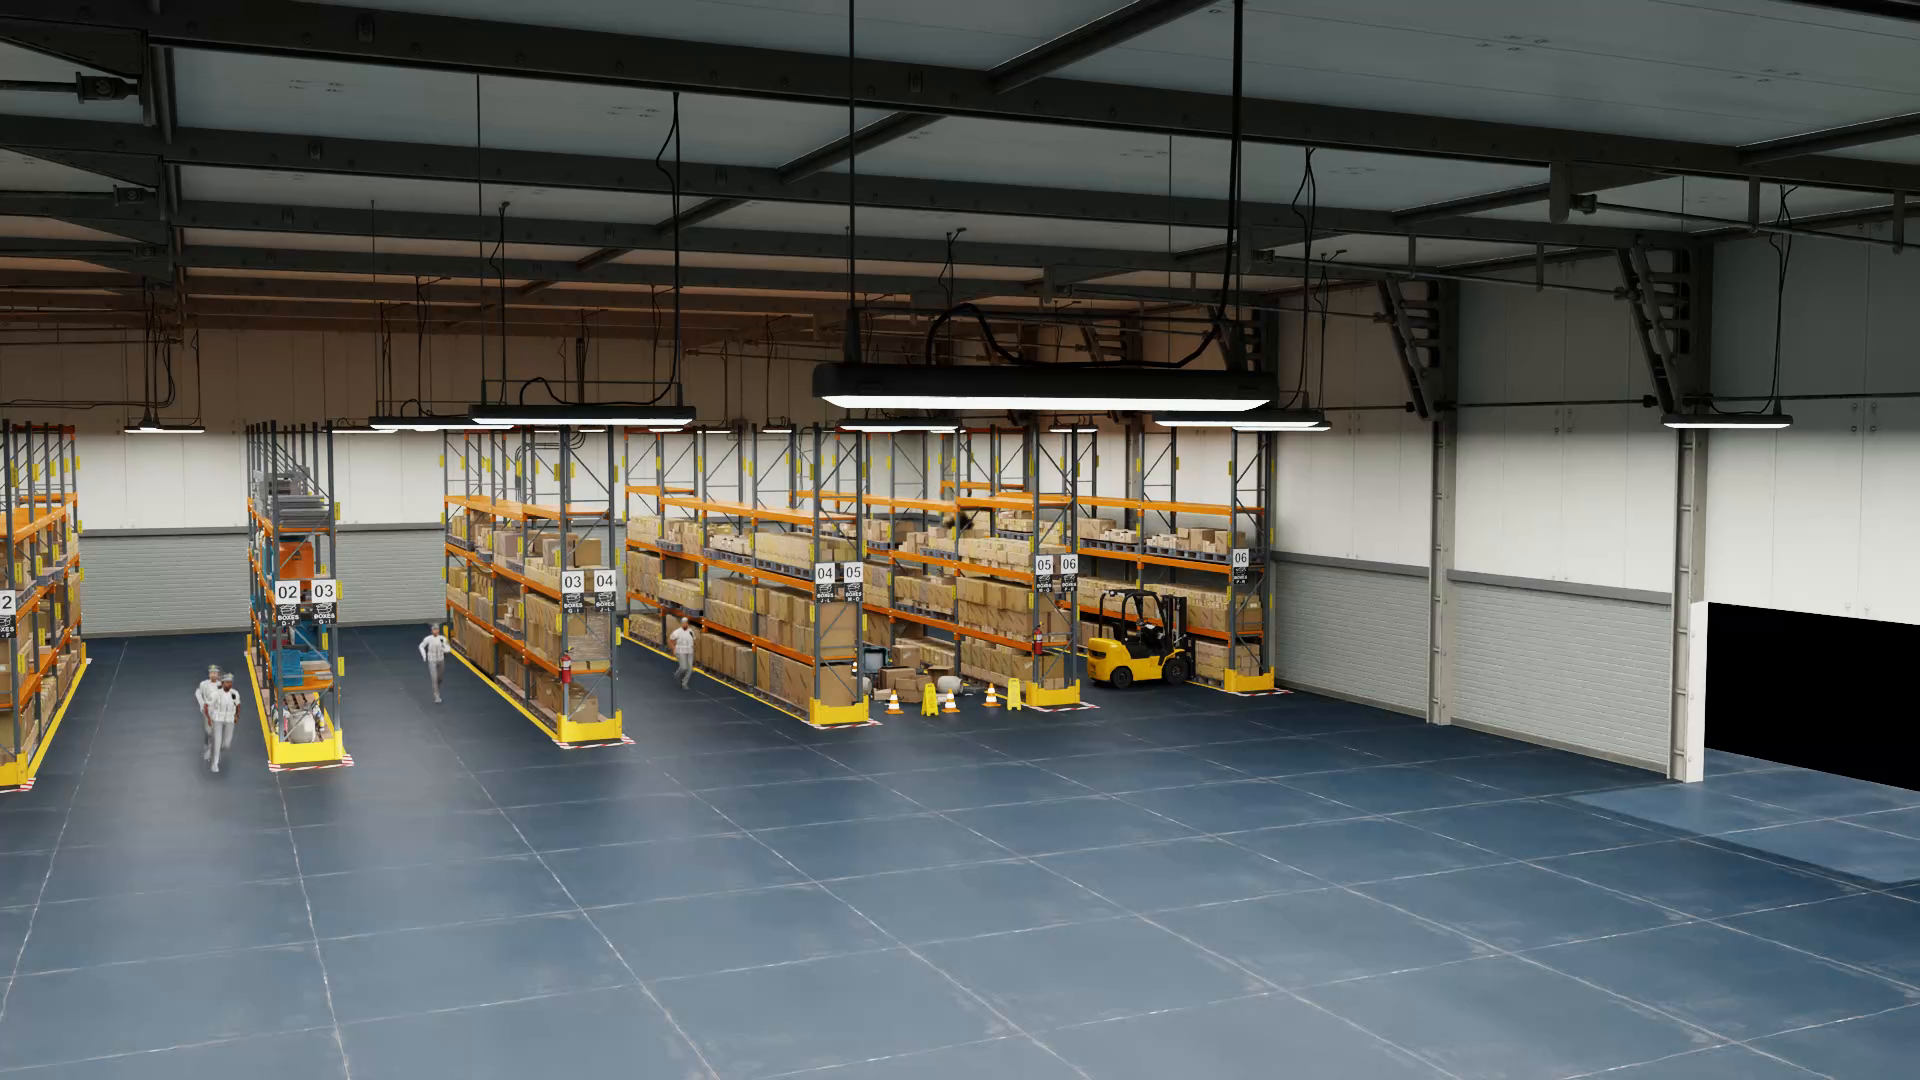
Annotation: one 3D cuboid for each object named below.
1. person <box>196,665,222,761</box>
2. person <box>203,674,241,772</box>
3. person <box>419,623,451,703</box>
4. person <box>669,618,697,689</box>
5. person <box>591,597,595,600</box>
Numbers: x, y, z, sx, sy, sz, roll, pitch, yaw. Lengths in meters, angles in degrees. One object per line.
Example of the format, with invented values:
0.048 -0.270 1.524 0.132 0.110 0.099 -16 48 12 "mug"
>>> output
-13.203 3.051 29.443 0.590 1.703 0.666 -2 4 -24 "person"
-12.731 3.128 28.699 0.597 1.647 0.585 -3 4 -37 "person"
-11.307 2.615 35.879 0.614 1.674 0.938 -2 4 -31 "person"
-6.197 2.567 37.516 0.606 1.626 0.537 -2 4 -33 "person"
-10.418 1.935 47.878 0.610 1.592 0.837 2 4 33 "person"
